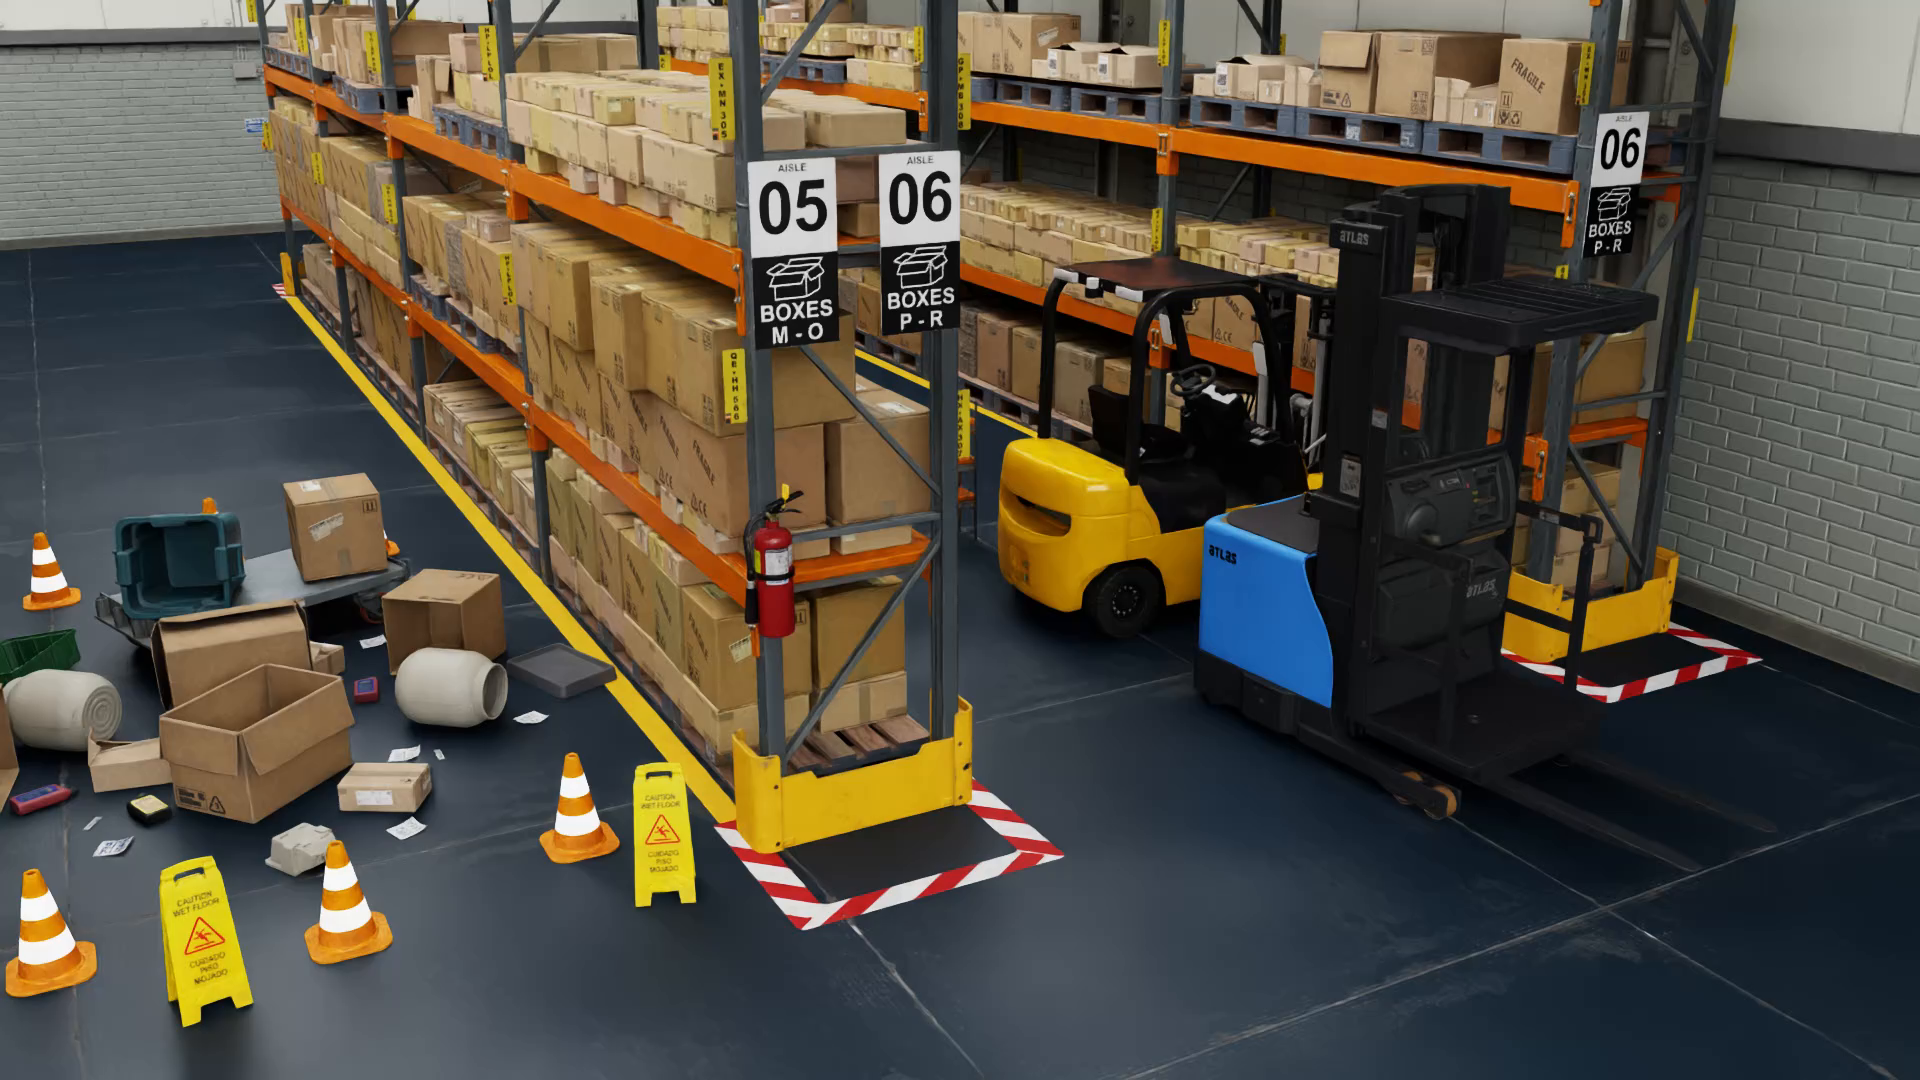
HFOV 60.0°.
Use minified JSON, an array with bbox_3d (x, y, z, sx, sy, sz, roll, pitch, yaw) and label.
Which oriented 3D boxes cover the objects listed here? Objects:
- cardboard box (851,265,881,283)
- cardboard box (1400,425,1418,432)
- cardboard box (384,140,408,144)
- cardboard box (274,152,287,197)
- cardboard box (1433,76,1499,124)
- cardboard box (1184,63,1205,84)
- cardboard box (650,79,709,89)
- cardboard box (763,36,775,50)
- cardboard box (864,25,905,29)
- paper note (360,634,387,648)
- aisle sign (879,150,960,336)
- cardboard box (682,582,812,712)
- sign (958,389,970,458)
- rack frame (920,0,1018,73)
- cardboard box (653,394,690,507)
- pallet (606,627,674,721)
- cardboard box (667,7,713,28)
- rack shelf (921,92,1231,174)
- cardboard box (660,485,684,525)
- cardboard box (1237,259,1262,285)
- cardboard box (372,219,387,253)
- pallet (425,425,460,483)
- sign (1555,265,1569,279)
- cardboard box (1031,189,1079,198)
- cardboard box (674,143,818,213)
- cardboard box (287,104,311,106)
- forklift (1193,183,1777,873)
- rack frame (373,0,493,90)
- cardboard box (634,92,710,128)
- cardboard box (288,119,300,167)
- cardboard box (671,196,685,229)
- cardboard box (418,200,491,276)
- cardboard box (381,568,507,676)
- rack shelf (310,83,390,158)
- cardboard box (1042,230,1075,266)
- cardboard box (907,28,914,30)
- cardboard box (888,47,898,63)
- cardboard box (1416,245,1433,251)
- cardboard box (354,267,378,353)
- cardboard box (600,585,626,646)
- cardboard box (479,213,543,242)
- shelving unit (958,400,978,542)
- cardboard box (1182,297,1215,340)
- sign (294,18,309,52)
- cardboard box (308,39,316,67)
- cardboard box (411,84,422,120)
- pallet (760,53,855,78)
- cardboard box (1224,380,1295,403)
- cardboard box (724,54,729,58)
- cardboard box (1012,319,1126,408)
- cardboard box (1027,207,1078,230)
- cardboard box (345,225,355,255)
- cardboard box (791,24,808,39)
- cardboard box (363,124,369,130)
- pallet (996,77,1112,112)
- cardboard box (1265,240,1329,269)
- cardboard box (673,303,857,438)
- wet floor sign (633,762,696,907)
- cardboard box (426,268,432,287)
[{"bbox_3d":[-0.971,-2.925,18.205,0.380,0.149,0.250,-11,22,-29],"label":"cardboard box"},{"bbox_3d":[3.361,-0.645,11.439,0.500,0.250,0.500,-10,21,-27],"label":"cardboard box"},{"bbox_3d":[-5.489,-3.776,16.789,0.500,0.500,0.500,-10,21,-26],"label":"cardboard box"},{"bbox_3d":[-8.098,-4.506,20.438,0.500,0.500,0.500,-10,21,-27],"label":"cardboard box"},{"bbox_3d":[3.110,-2.682,10.115,0.396,0.266,0.258,-10,21,-27],"label":"cardboard box"},{"bbox_3d":[1.761,-3.785,13.492,0.380,0.149,0.250,-10,21,-27],"label":"cardboard box"},{"bbox_3d":[-1.524,-2.518,9.395,0.380,0.149,0.250,-10,22,-28],"label":"cardboard box"},{"bbox_3d":[-2.016,-5.660,18.926,0.380,0.149,0.250,-10,21,-26],"label":"cardboard box"},{"bbox_3d":[-0.808,-5.442,17.837,0.380,0.149,0.250,-9,21,-25],"label":"cardboard box"},{"bbox_3d":[-3.625,0.624,10.277,0.148,0.019,0.142,-10,21,-27],"label":"paper note"},{"bbox_3d":[-0.174,-1.307,7.335,0.394,0.787,0.004,-10,21,-27],"label":"aisle sign"},{"bbox_3d":[-1.086,0.509,8.479,0.500,0.500,0.500,-10,21,-26],"label":"cardboard box"},{"bbox_3d":[0.002,-0.541,7.774,0.100,0.325,0.005,-10,21,-27],"label":"sign"},{"bbox_3d":[0.092,-5.950,15.580,1.000,3.000,0.127,-10,21,-27],"label":"rack frame"},{"bbox_3d":[-1.210,-0.493,8.353,0.500,0.500,0.500,-10,21,-27],"label":"cardboard box"},{"bbox_3d":[-1.442,0.660,9.895,1.003,0.211,1.213,-10,21,-27],"label":"pallet"},{"bbox_3d":[-3.492,-6.820,21.705,0.500,0.250,0.500,-10,21,-27],"label":"cardboard box"},{"bbox_3d":[1.042,-3.618,14.522,1.077,0.370,4.000,-10,21,-27],"label":"rack shelf"},{"bbox_3d":[-1.311,-0.205,8.512,0.380,0.149,0.250,-10,21,-26],"label":"cardboard box"},{"bbox_3d":[2.236,-1.961,12.068,0.380,0.149,0.250,-9,21,-25],"label":"cardboard box"},{"bbox_3d":[-4.975,-2.756,14.984,0.500,0.250,0.500,-11,22,-28],"label":"cardboard box"},{"bbox_3d":[-3.905,-0.802,14.131,1.003,0.211,1.213,-10,21,-27],"label":"pallet"},{"bbox_3d":[3.407,-1.397,9.443,0.100,0.325,0.005,-10,21,-27],"label":"sign"},{"bbox_3d":[0.894,-3.205,15.673,0.380,0.149,0.250,-10,22,-28],"label":"cardboard box"},{"bbox_3d":[-0.956,-1.641,7.463,0.500,0.250,0.500,-10,22,-27],"label":"cardboard box"},{"bbox_3d":[-7.546,-4.948,19.192,0.380,0.149,0.250,-10,21,-26],"label":"cardboard box"},{"bbox_3d":[2.597,-0.193,8.197,1.130,2.935,3.031,-13,23,-33],"label":"forklift"},{"bbox_3d":[-4.275,-5.180,13.348,1.000,3.000,0.127,-10,21,-27],"label":"rack frame"},{"bbox_3d":[-1.408,-2.157,8.348,0.380,0.149,0.250,-11,22,-28],"label":"cardboard box"},{"bbox_3d":[-7.356,-4.542,19.010,0.500,0.500,0.500,-10,21,-26],"label":"cardboard box"},{"bbox_3d":[-1.135,-1.554,7.823,0.380,0.149,0.250,-9,21,-25],"label":"cardboard box"},{"bbox_3d":[-4.011,-2.417,13.285,0.500,0.500,0.500,-9,21,-24],"label":"cardboard box"},{"bbox_3d":[-3.064,0.503,9.904,0.500,0.500,0.500,4,19,11],"label":"cardboard box"},{"bbox_3d":[-5.224,-3.996,15.619,1.077,0.370,4.000,-10,21,-27],"label":"rack shelf"},{"bbox_3d":[1.045,-2.527,14.320,0.500,0.250,0.500,-10,21,-26],"label":"cardboard box"},{"bbox_3d":[-0.332,-5.230,17.254,0.380,0.149,0.250,-10,21,-27],"label":"cardboard box"},{"bbox_3d":[-0.497,-4.871,16.670,0.380,0.149,0.250,-9,21,-25],"label":"cardboard box"},{"bbox_3d":[3.081,-1.966,11.625,0.380,0.149,0.250,-9,21,-25],"label":"cardboard box"},{"bbox_3d":[-5.809,-2.521,17.453,0.875,0.875,0.875,-9,21,-25],"label":"cardboard box"},{"bbox_3d":[-1.815,0.420,9.888,0.500,0.250,0.500,-10,22,-27],"label":"cardboard box"},{"bbox_3d":[-3.132,-2.183,11.610,0.380,0.149,0.250,-11,22,-28],"label":"cardboard box"},{"bbox_3d":[-0.025,-0.512,12.005,0.215,1.050,0.252,-10,21,-27],"label":"shelving unit"},{"bbox_3d":[1.972,-1.845,12.728,0.500,0.500,0.500,-11,22,-28],"label":"cardboard box"},{"bbox_3d":[-6.662,-5.106,16.818,0.100,0.325,0.005,-10,21,-27],"label":"sign"},{"bbox_3d":[-6.245,-4.848,16.545,0.396,0.266,0.258,-10,22,-27],"label":"cardboard box"},{"bbox_3d":[-4.154,-3.509,13.309,0.396,0.266,0.258,-10,21,-27],"label":"cardboard box"},{"bbox_3d":[-1.560,-5.394,18.853,1.213,0.211,1.003,-10,21,-27],"label":"pallet"},{"bbox_3d":[2.179,-1.002,12.474,0.500,0.250,0.500,-10,21,-27],"label":"cardboard box"},{"bbox_3d":[-2.685,-5.921,20.478,0.380,0.149,0.250,-9,21,-25],"label":"cardboard box"},{"bbox_3d":[1.013,-1.630,15.252,0.875,0.625,0.625,-11,22,-29],"label":"cardboard box"},{"bbox_3d":[0.807,-2.810,14.528,0.380,0.149,0.250,-11,22,-28],"label":"cardboard box"},{"bbox_3d":[-5.721,-2.957,16.331,0.500,0.250,0.500,-10,21,-27],"label":"cardboard box"},{"bbox_3d":[-1.634,-5.580,18.237,0.380,0.149,0.250,-10,22,-28],"label":"cardboard box"},{"bbox_3d":[-6.232,-4.521,17.955,0.380,0.149,0.250,-10,21,-26],"label":"cardboard box"},{"bbox_3d":[1.026,-3.941,14.646,1.003,0.211,1.213,-9,21,-24],"label":"pallet"},{"bbox_3d":[2.393,-2.030,11.812,0.380,0.149,0.250,-10,22,-28],"label":"cardboard box"},{"bbox_3d":[-0.911,-0.821,7.771,0.700,0.500,0.500,-11,22,-28],"label":"cardboard box"},{"bbox_3d":[-1.327,1.285,7.417,0.267,0.644,0.232,-3,19,-8],"label":"wet floor sign"},{"bbox_3d":[-4.090,-2.130,13.447,0.380,0.149,0.250,-12,22,-30],"label":"cardboard box"}]
